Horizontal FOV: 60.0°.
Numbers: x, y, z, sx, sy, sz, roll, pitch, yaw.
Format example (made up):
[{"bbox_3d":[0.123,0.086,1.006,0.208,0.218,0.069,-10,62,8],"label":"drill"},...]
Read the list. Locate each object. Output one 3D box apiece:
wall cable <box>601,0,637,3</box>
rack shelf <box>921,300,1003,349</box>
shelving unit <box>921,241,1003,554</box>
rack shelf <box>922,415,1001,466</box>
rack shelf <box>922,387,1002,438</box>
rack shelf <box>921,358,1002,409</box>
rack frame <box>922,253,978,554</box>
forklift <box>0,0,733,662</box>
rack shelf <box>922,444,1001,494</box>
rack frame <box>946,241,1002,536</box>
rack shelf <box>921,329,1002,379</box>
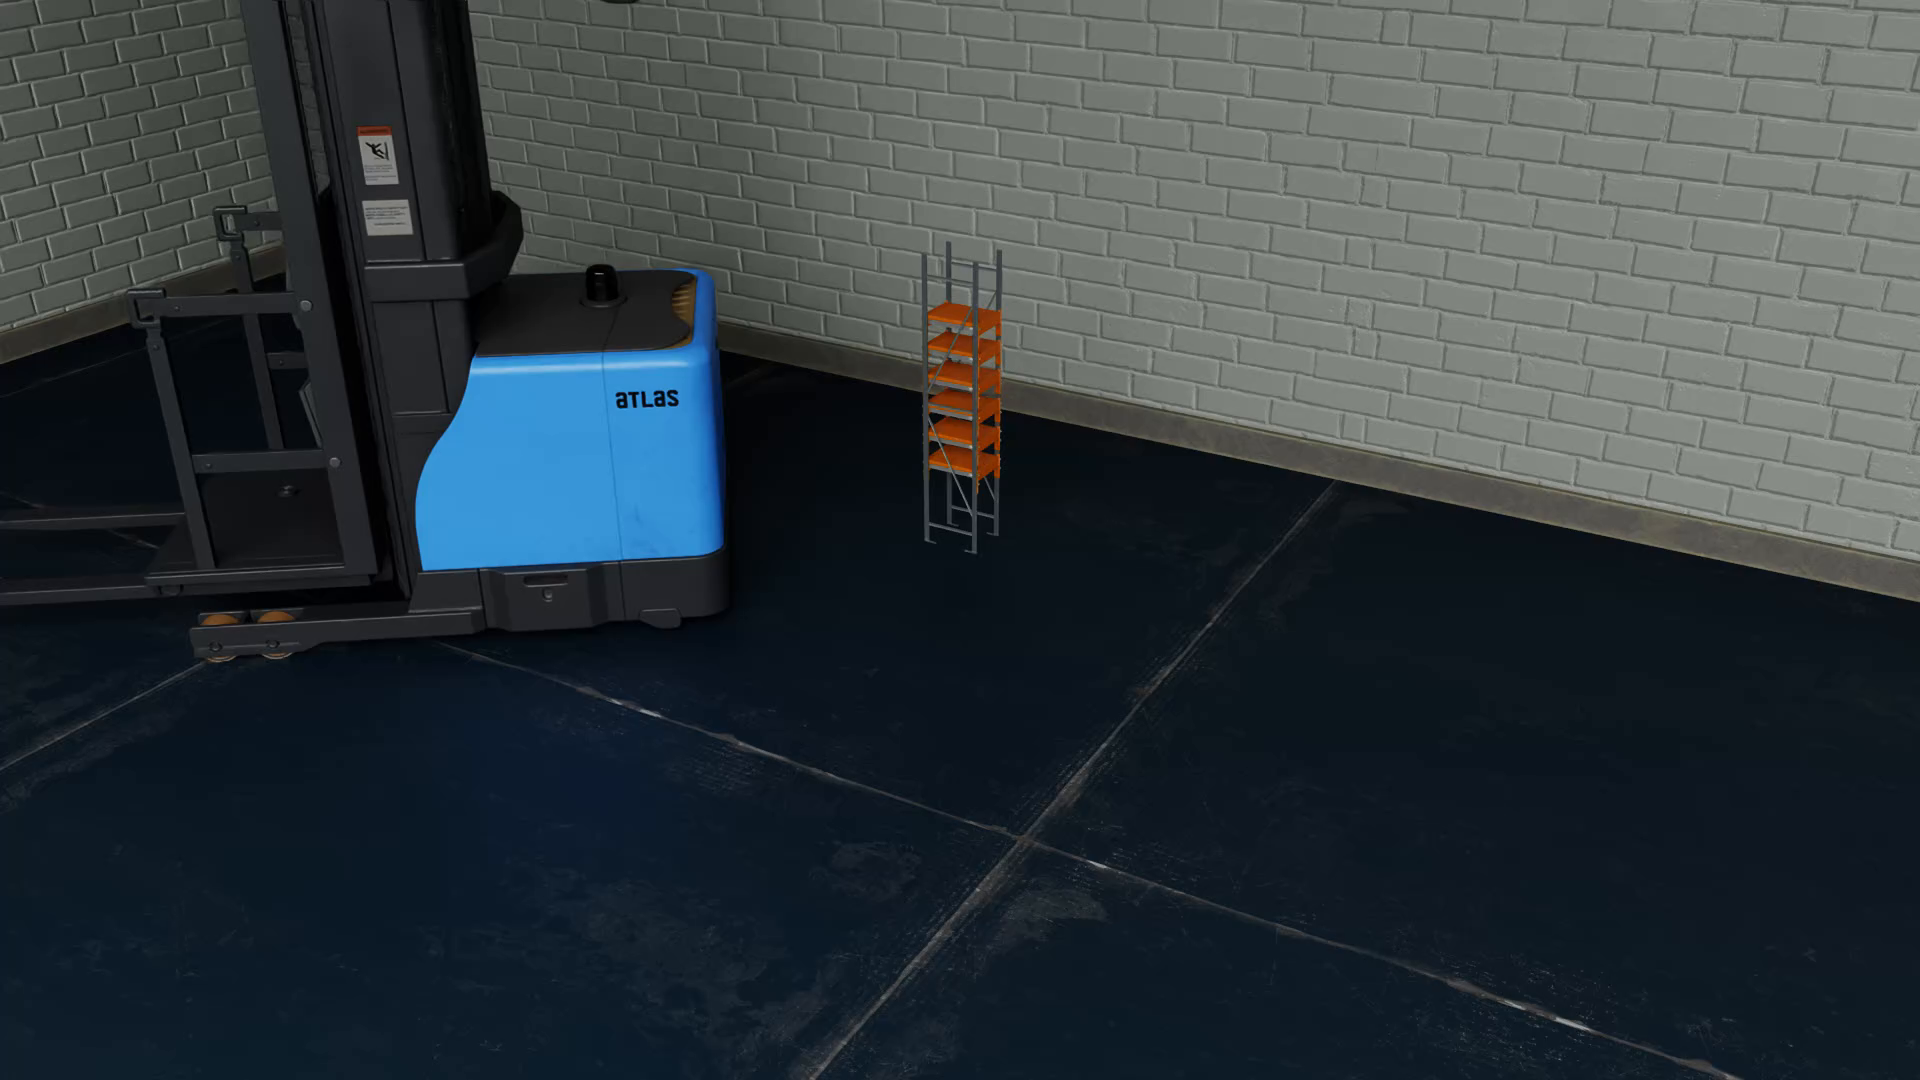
[{"bbox_3d":[-2.713,-3.989,8.135,3.097,2.526,0.112,14,30,26],"label":"wall cable"},{"bbox_3d":[0.007,-0.824,6.351,0.258,0.103,0.180,14,30,26],"label":"rack shelf"},{"bbox_3d":[0.007,-0.542,6.493,0.258,1.200,0.189,14,30,26],"label":"shelving unit"},{"bbox_3d":[0.007,-0.395,6.566,0.258,0.103,0.180,14,30,26],"label":"rack shelf"},{"bbox_3d":[0.007,-0.502,6.513,0.258,0.103,0.180,14,30,26],"label":"rack shelf"},{"bbox_3d":[0.007,-0.610,6.459,0.258,0.103,0.180,14,30,26],"label":"rack shelf"},{"bbox_3d":[-0.038,-0.507,6.421,0.240,1.200,0.006,14,30,26],"label":"rack frame"},{"bbox_3d":[-2.397,-1.128,5.729,3.031,2.935,1.130,-3,27,-6],"label":"forklift"},{"bbox_3d":[0.007,-0.288,6.620,0.258,0.103,0.180,14,30,26],"label":"rack shelf"},{"bbox_3d":[0.052,-0.578,6.564,0.240,1.200,0.006,14,30,26],"label":"rack frame"},{"bbox_3d":[0.007,-0.717,6.405,0.258,0.103,0.180,14,30,26],"label":"rack shelf"}]
